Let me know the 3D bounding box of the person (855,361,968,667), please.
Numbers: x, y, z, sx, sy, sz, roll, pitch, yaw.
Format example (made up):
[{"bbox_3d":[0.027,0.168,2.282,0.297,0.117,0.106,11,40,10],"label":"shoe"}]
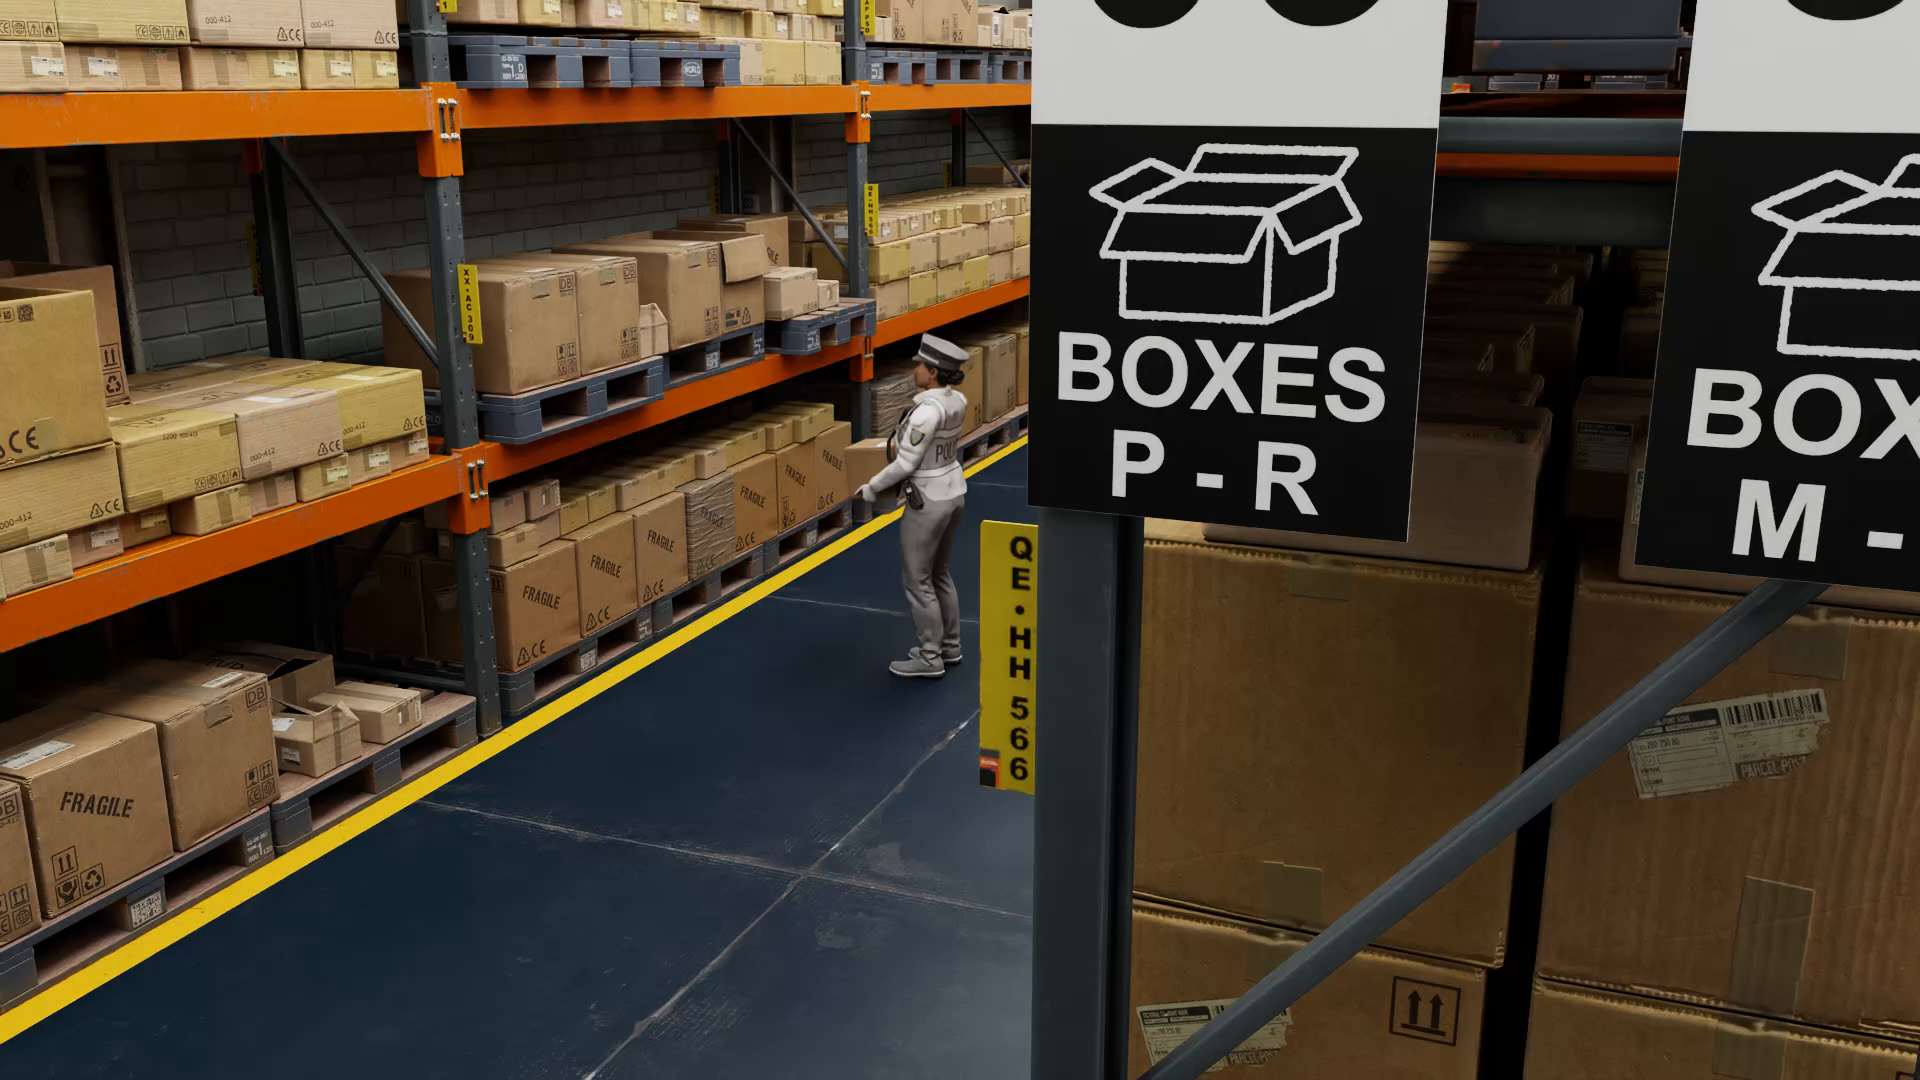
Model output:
[{"bbox_3d":[3.722,-0.756,9.227,6.880,2.202,5.657,6,17,22],"label":"person"}]
